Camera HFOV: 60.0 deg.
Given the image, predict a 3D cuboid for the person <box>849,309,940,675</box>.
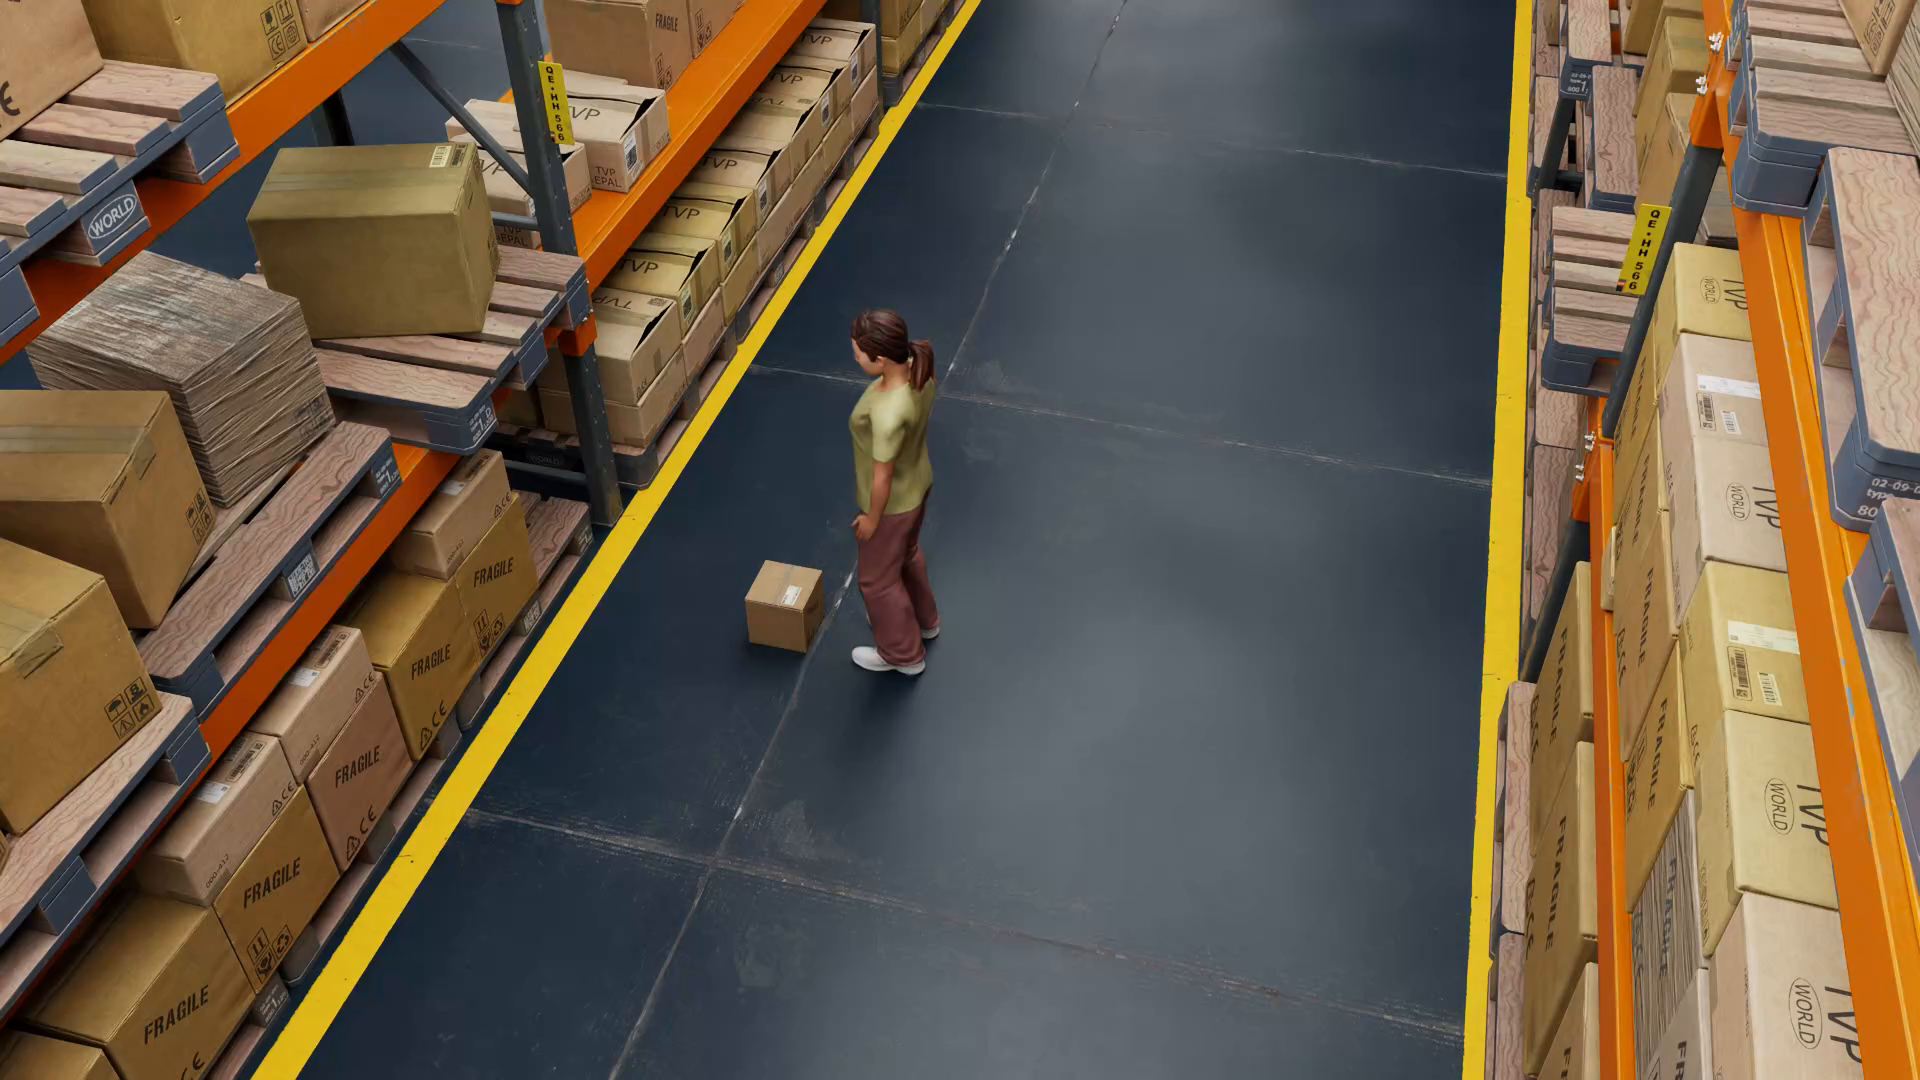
[{"bbox_3d":[-0.249,-0.164,6.355,0.359,1.670,0.447,11,42,12],"label":"person"}]
